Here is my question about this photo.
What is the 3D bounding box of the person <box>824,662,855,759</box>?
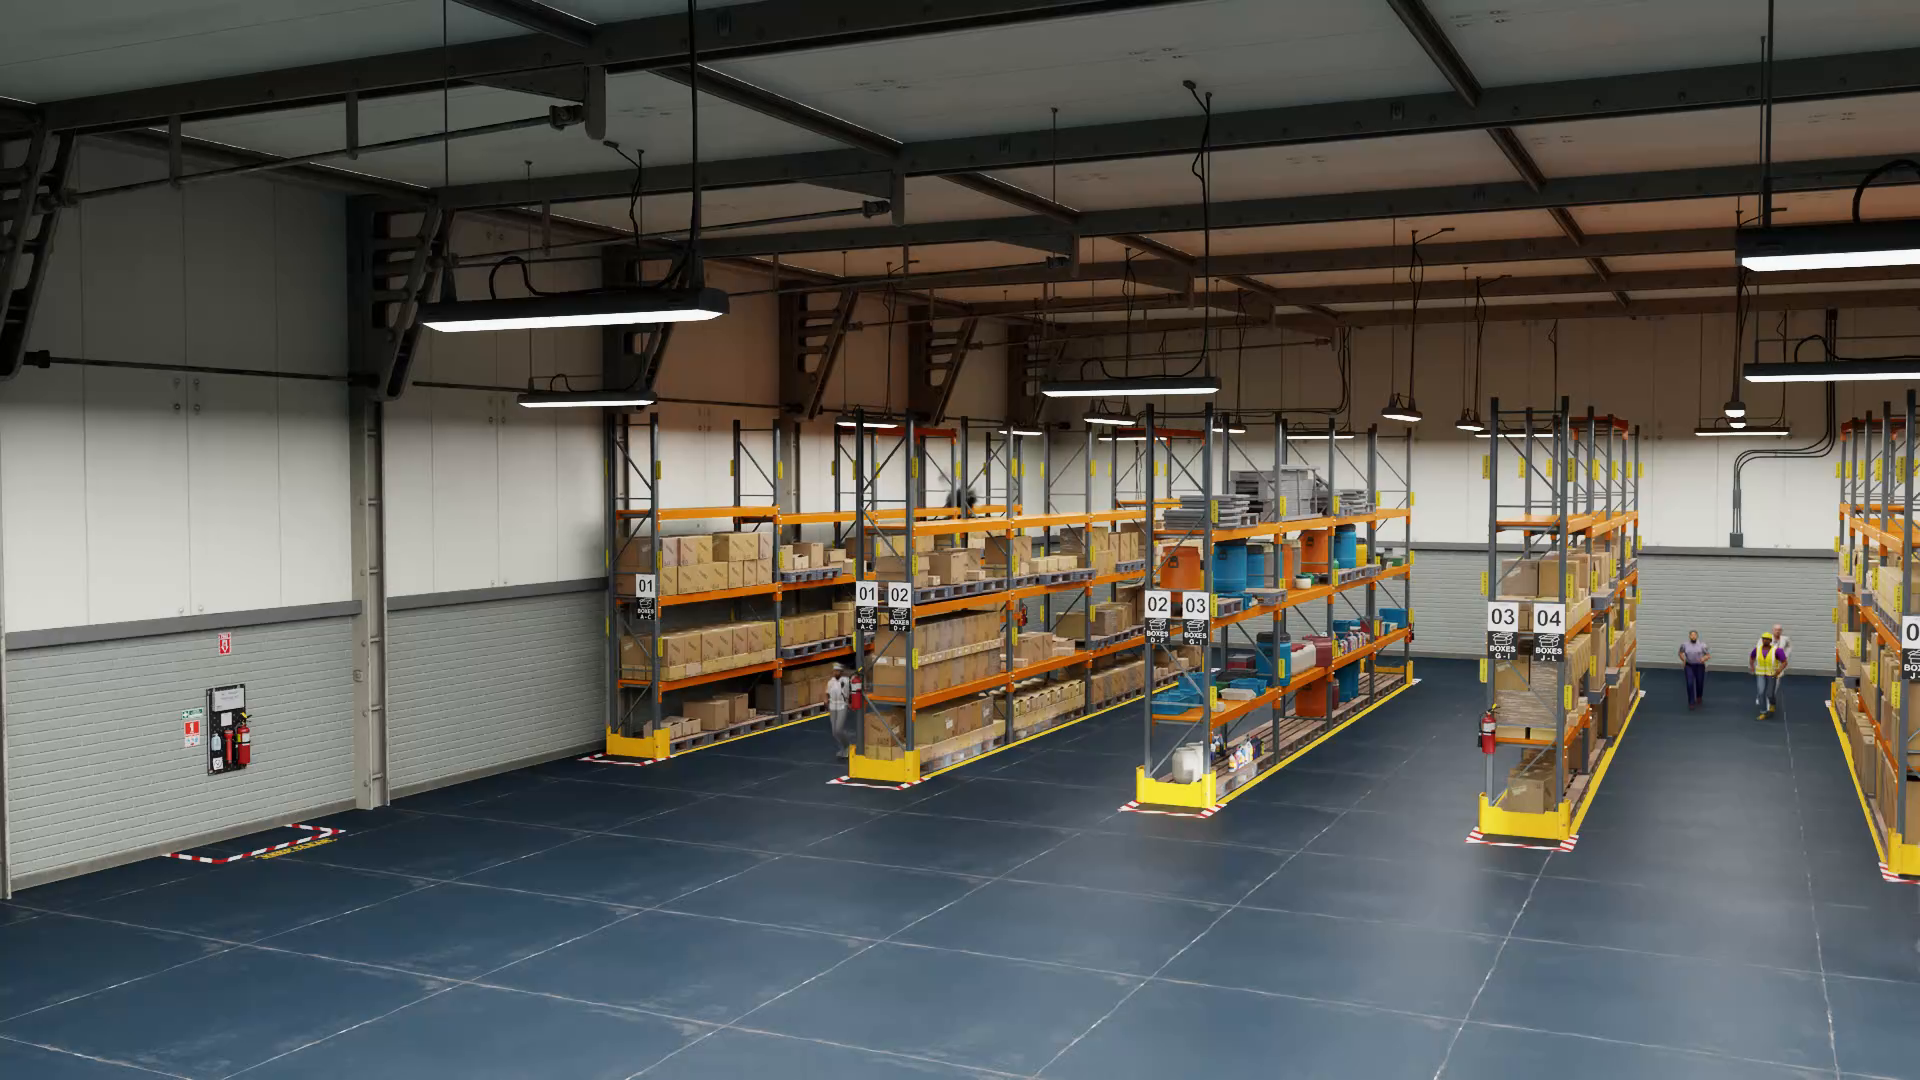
[{"bbox_3d":[-2.084,2.954,28.783,0.595,1.684,0.641,1,3,25],"label":"person"}]

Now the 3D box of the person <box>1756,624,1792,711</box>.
[{"bbox_3d":[17.102,2.655,34.957,0.721,1.792,0.931,1,3,20],"label":"person"}]

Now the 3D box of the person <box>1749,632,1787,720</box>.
[{"bbox_3d":[16.293,2.730,33.546,0.716,1.753,0.796,2,3,35],"label":"person"}]

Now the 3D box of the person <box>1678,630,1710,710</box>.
[{"bbox_3d":[15.386,2.710,34.873,0.618,1.638,0.798,1,3,24],"label":"person"}]
